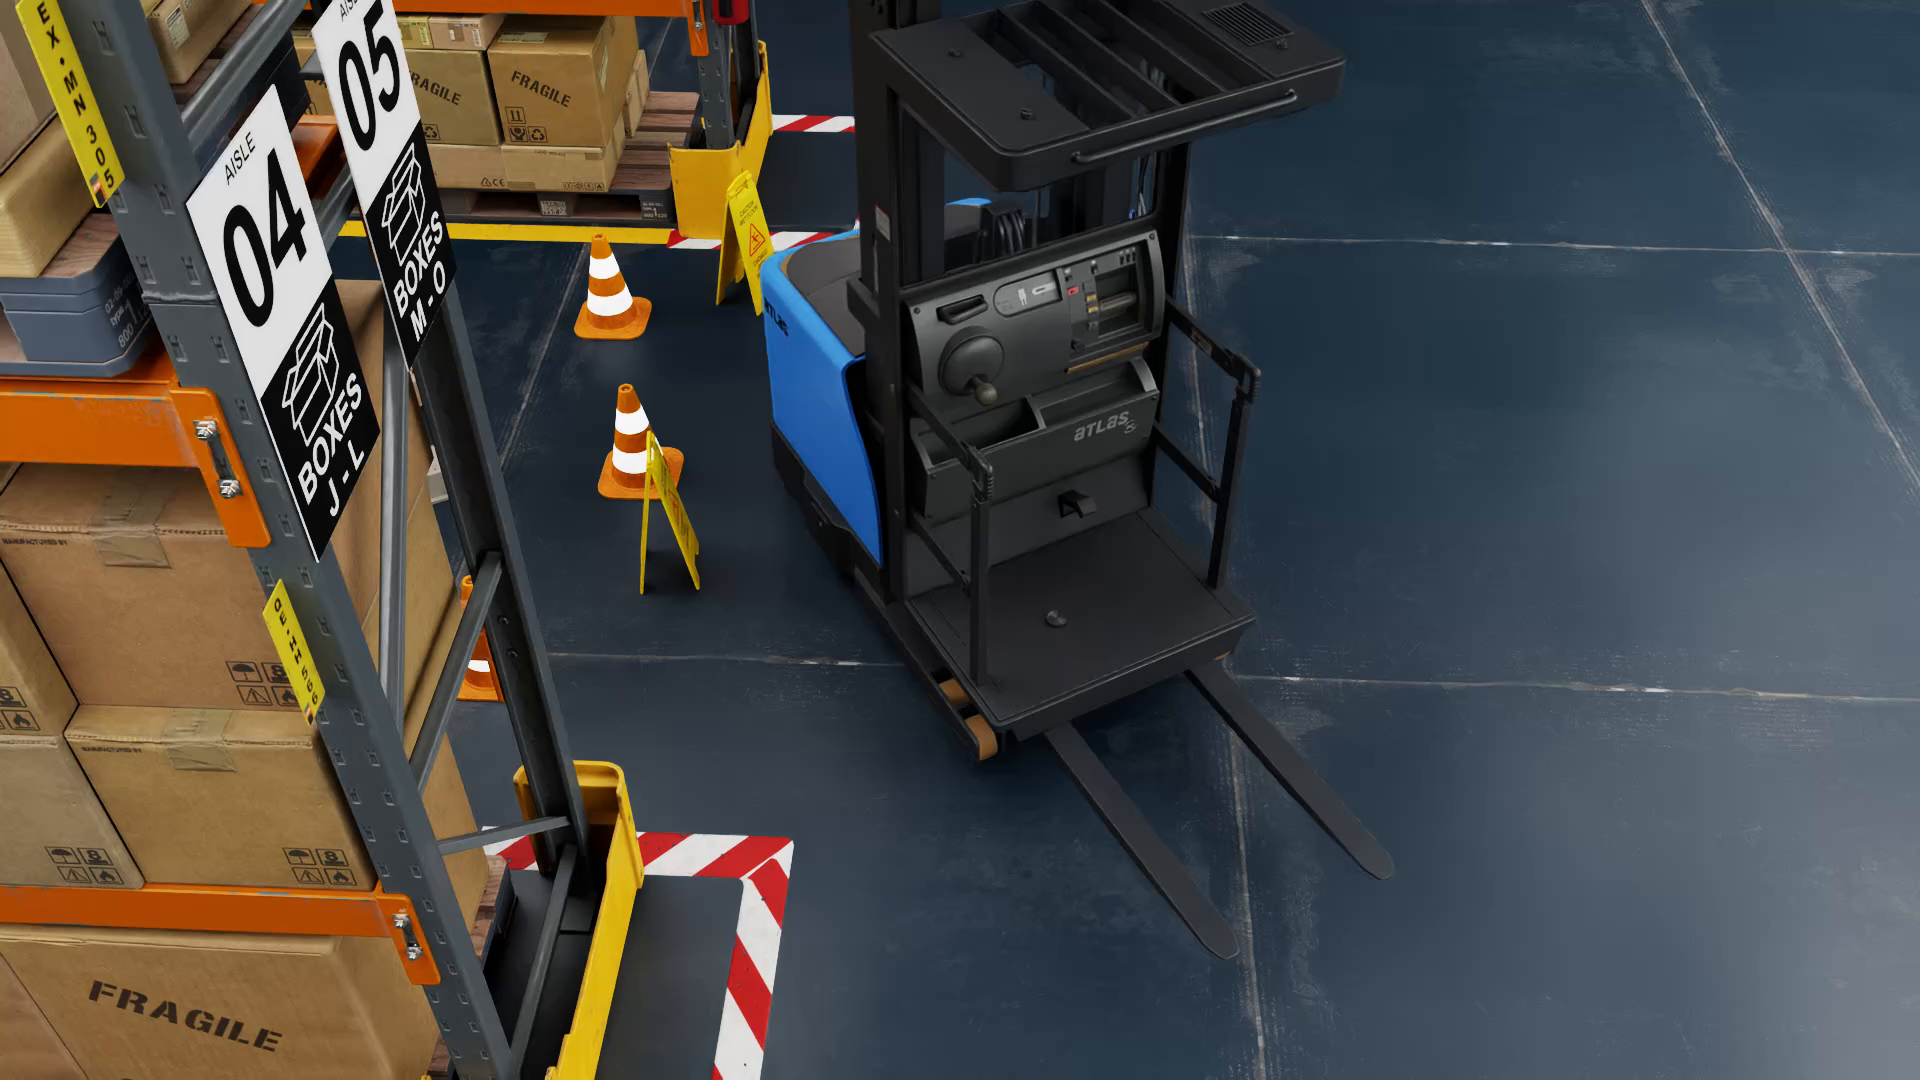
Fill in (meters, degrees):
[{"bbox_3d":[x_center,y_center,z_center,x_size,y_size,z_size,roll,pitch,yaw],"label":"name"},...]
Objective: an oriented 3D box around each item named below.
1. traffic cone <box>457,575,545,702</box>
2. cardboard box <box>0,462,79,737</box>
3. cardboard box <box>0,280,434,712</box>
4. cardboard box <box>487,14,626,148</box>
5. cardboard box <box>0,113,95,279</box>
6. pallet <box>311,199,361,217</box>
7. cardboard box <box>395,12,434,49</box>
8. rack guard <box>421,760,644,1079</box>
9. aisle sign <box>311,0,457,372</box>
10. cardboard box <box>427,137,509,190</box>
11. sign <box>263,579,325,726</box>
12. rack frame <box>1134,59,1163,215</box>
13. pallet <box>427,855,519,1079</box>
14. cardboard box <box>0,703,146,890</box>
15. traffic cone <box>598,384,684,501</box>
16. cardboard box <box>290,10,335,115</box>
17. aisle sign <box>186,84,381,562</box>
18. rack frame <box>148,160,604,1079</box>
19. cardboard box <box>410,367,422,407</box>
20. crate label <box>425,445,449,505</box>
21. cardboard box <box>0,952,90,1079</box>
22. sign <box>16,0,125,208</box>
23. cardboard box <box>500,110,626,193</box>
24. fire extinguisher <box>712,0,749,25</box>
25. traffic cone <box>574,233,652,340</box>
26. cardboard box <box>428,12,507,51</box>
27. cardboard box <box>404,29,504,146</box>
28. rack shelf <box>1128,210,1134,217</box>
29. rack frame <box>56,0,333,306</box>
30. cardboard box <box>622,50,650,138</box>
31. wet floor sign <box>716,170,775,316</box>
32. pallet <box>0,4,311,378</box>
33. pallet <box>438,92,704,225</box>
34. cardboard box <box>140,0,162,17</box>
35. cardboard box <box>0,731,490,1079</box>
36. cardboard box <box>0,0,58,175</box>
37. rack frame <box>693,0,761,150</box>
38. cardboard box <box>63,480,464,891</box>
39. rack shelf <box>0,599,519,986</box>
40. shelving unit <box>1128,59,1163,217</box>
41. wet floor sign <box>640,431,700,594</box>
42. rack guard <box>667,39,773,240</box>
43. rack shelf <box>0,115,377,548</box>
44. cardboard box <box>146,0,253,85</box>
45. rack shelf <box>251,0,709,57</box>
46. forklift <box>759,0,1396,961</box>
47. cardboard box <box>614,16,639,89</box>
[{"bbox_3d":[-1.741,0.310,6.077,0.334,0.463,0.336,2,43,2],"label":"traffic cone"},{"bbox_3d":[-2.197,-0.076,3.729,0.550,0.550,0.875,2,43,2],"label":"cardboard box"},{"bbox_3d":[-1.643,-0.122,3.779,0.550,0.550,0.875,2,43,2],"label":"cardboard box"},{"bbox_3d":[-1.964,-2.277,8.153,0.500,0.500,0.500,2,43,2],"label":"cardboard box"},{"bbox_3d":[-1.621,-0.610,2.806,0.250,0.149,0.380,2,43,2],"label":"cardboard box"},{"bbox_3d":[-3.253,-2.079,8.827,1.213,0.211,1.003,2,43,2],"label":"pallet"},{"bbox_3d":[-2.585,-2.490,7.906,0.250,0.149,0.380,2,43,3],"label":"cardboard box"},{"bbox_3d":[-1.250,1.281,5.008,0.348,0.500,1.175,2,43,2],"label":"rack guard"},{"bbox_3d":[-1.190,-0.788,3.488,0.004,0.787,0.394,2,43,2],"label":"aisle sign"},{"bbox_3d":[-2.489,-2.019,8.426,0.500,0.250,0.500,2,43,2],"label":"cardboard box"},{"bbox_3d":[-1.312,0.224,3.286,0.005,0.325,0.100,2,43,2],"label":"sign"},{"bbox_3d":[0.786,-1.380,7.091,0.032,1.500,0.500,0,36,0],"label":"rack frame"},{"bbox_3d":[-2.076,1.414,5.077,1.213,0.211,1.003,2,43,2],"label":"pallet"},{"bbox_3d":[-2.197,0.328,4.087,0.550,0.550,0.875,2,43,2],"label":"cardboard box"},{"bbox_3d":[-1.350,-0.449,6.892,0.334,0.463,0.336,2,43,2],"label":"traffic cone"},{"bbox_3d":[-2.989,-2.311,8.190,0.500,0.500,0.500,1,43,1],"label":"cardboard box"},{"bbox_3d":[-1.217,-0.379,3.049,0.004,0.787,0.394,2,43,2],"label":"aisle sign"},{"bbox_3d":[-1.274,0.365,4.157,0.127,3.000,1.000,2,43,2],"label":"rack frame"},{"bbox_3d":[-2.552,-0.630,7.317,0.250,0.149,0.380,24,48,23],"label":"cardboard box"},{"bbox_3d":[-2.138,-0.311,6.984,0.298,0.136,0.250,-19,46,-20],"label":"crate label"},{"bbox_3d":[-2.834,0.988,4.740,0.875,0.875,0.875,1,43,1],"label":"cardboard box"},{"bbox_3d":[-1.312,-0.658,2.464,0.005,0.325,0.100,2,43,2],"label":"sign"},{"bbox_3d":[-1.996,-1.998,8.404,0.500,0.250,0.500,2,43,2],"label":"cardboard box"},{"bbox_3d":[-1.058,-2.663,7.465,0.183,0.674,0.296,2,43,2],"label":"fire extinguisher"},{"bbox_3d":[-1.640,-1.215,7.715,0.334,0.463,0.336,2,43,2],"label":"traffic cone"},{"bbox_3d":[-2.334,-2.480,7.895,0.250,0.149,0.380,3,43,3],"label":"cardboard box"},{"bbox_3d":[-2.486,-2.291,8.168,0.500,0.500,0.500,3,43,3],"label":"cardboard box"},{"bbox_3d":[0.277,-1.233,7.195,1.000,0.185,0.538,0,36,0],"label":"rack shelf"},{"bbox_3d":[-1.274,-1.830,2.112,0.127,3.000,1.000,2,43,2],"label":"rack frame"},{"bbox_3d":[-1.945,-2.369,8.802,0.500,0.250,0.500,1,43,2],"label":"cardboard box"},{"bbox_3d":[-1.010,-1.413,7.793,0.232,0.644,0.267,16,45,16],"label":"wet floor sign"},{"bbox_3d":[-2.016,-0.715,3.182,1.213,0.211,1.003,2,43,2],"label":"pallet"},{"bbox_3d":[-2.038,-2.039,8.784,1.213,0.211,1.003,2,43,2],"label":"pallet"},{"bbox_3d":[-1.745,-1.166,3.111,0.500,0.250,0.500,2,43,2],"label":"cardboard box"},{"bbox_3d":[-1.954,1.013,4.712,0.875,0.875,0.875,2,43,2],"label":"cardboard box"},{"bbox_3d":[-1.776,-0.801,2.719,0.500,0.250,0.500,2,43,2],"label":"cardboard box"},{"bbox_3d":[-1.152,-3.008,7.779,0.127,3.000,1.000,2,43,2],"label":"rack frame"},{"bbox_3d":[-1.647,0.330,4.085,0.550,0.550,0.875,2,43,2],"label":"cardboard box"},{"bbox_3d":[-3.272,0.567,4.468,4.000,0.370,1.077,2,43,2],"label":"rack shelf"},{"bbox_3d":[0.277,-1.378,7.089,1.048,1.500,0.538,0,36,0],"label":"shelving unit"},{"bbox_3d":[-1.156,-0.121,6.406,0.232,0.644,0.267,-5,43,-5],"label":"wet floor sign"},{"bbox_3d":[-1.228,-2.096,8.633,0.348,0.500,1.175,2,43,2],"label":"rack guard"},{"bbox_3d":[-3.272,-0.530,3.446,4.000,0.370,1.077,2,43,2],"label":"rack shelf"},{"bbox_3d":[-1.602,-1.059,3.289,0.250,0.149,0.380,2,43,2],"label":"cardboard box"},{"bbox_3d":[-3.150,-2.807,8.090,4.000,0.370,1.077,2,43,2],"label":"rack shelf"},{"bbox_3d":[0.367,-0.646,5.293,1.130,2.935,3.031,-20,47,-21],"label":"forklift"},{"bbox_3d":[-1.969,-2.644,8.546,0.500,0.500,0.500,0,43,0],"label":"cardboard box"}]
